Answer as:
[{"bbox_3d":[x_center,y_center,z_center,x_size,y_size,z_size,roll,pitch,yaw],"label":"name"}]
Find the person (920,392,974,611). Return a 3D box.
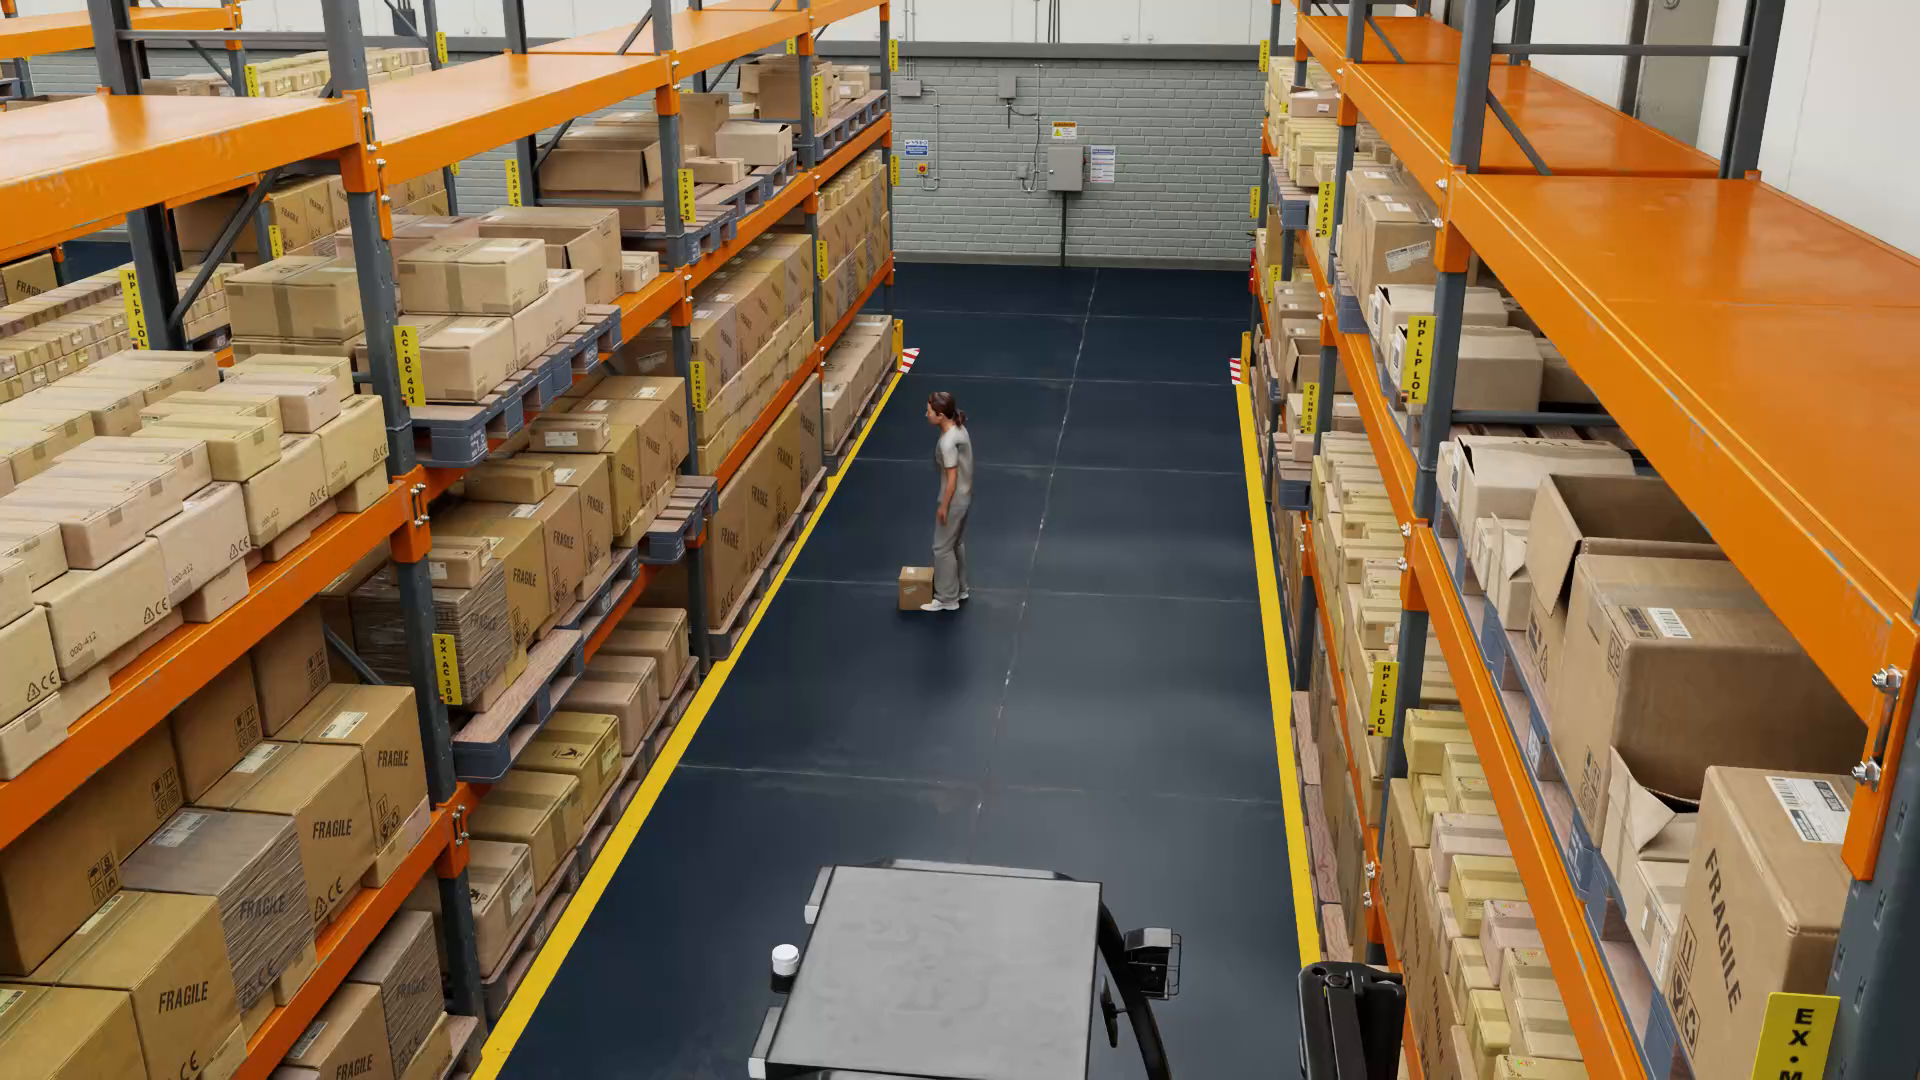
[{"bbox_3d":[-0.101,-0.292,12.238,0.405,1.672,0.498,2,21,5],"label":"person"}]
